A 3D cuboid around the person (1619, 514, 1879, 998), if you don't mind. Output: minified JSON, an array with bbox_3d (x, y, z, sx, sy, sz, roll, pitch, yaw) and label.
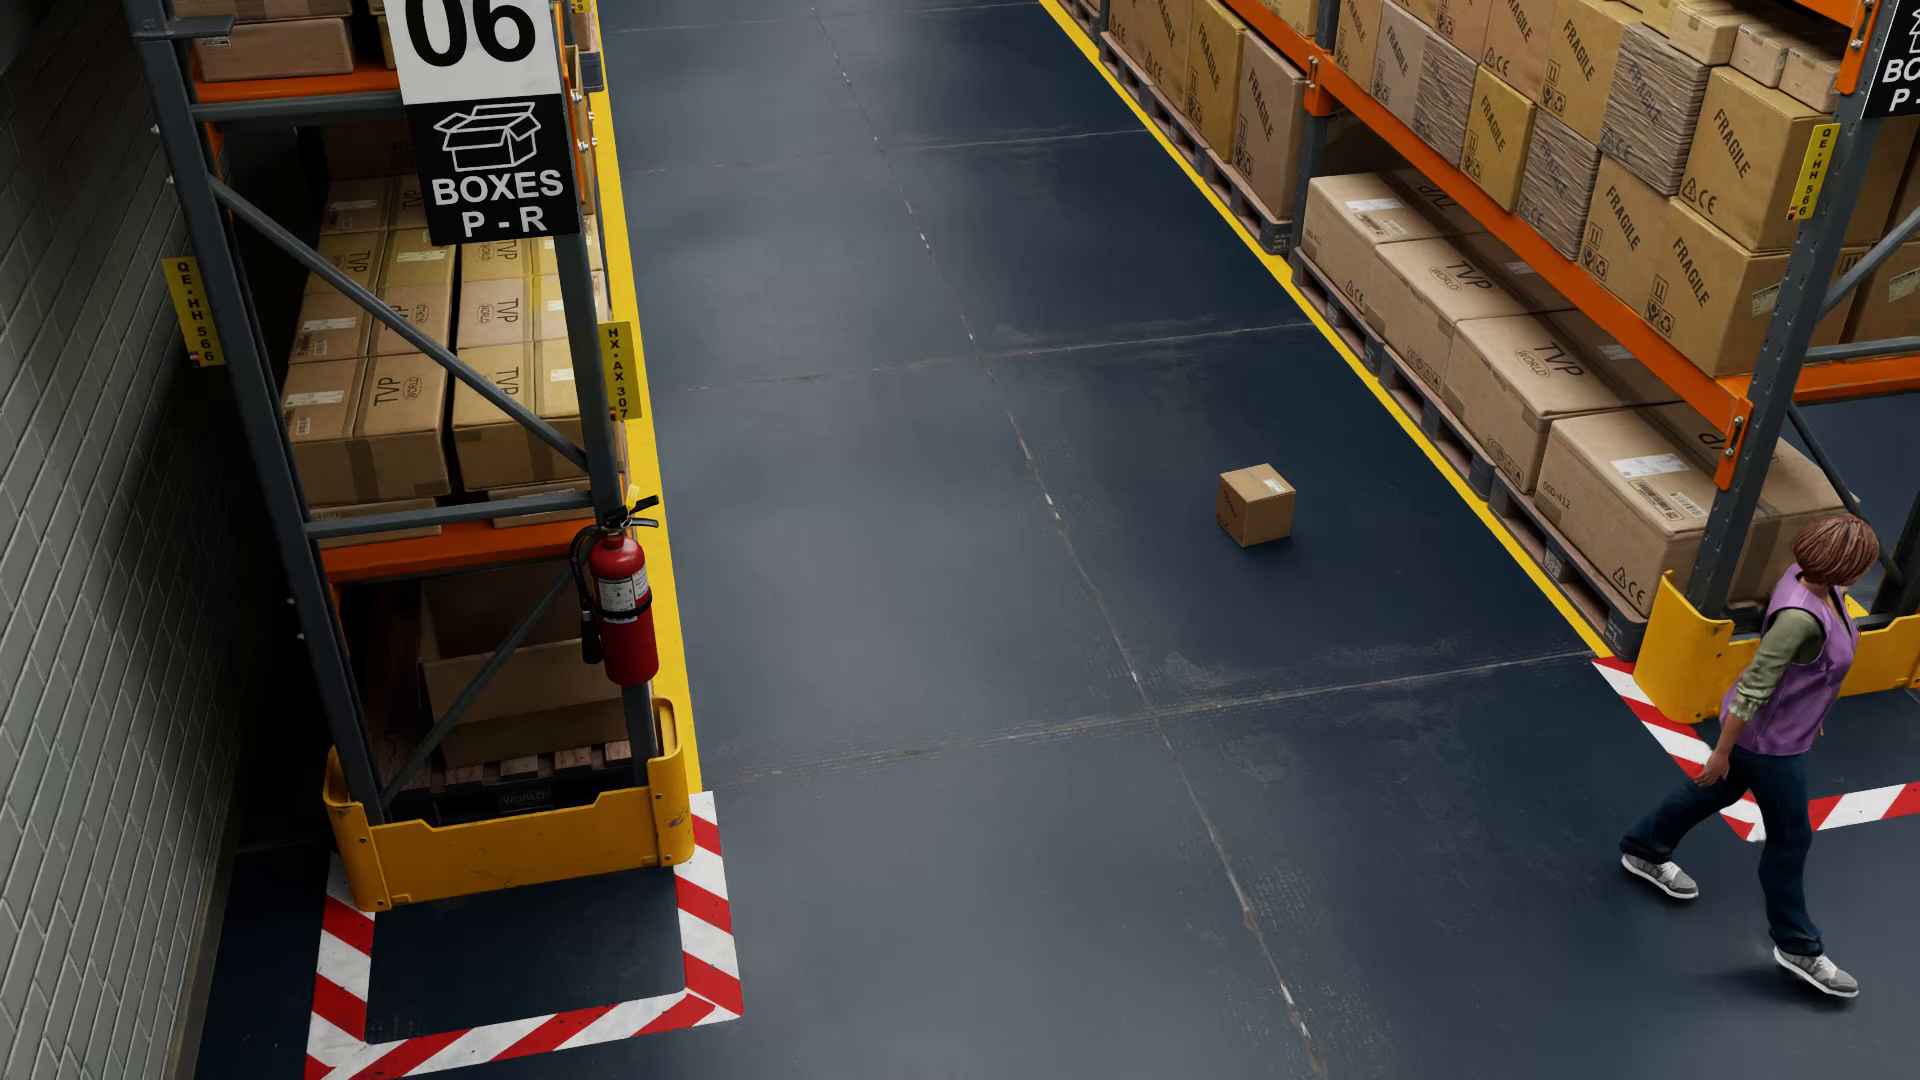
[{"bbox_3d":[2.641,0.631,5.237,0.812,1.559,0.502,18,39,24],"label":"person"}]
